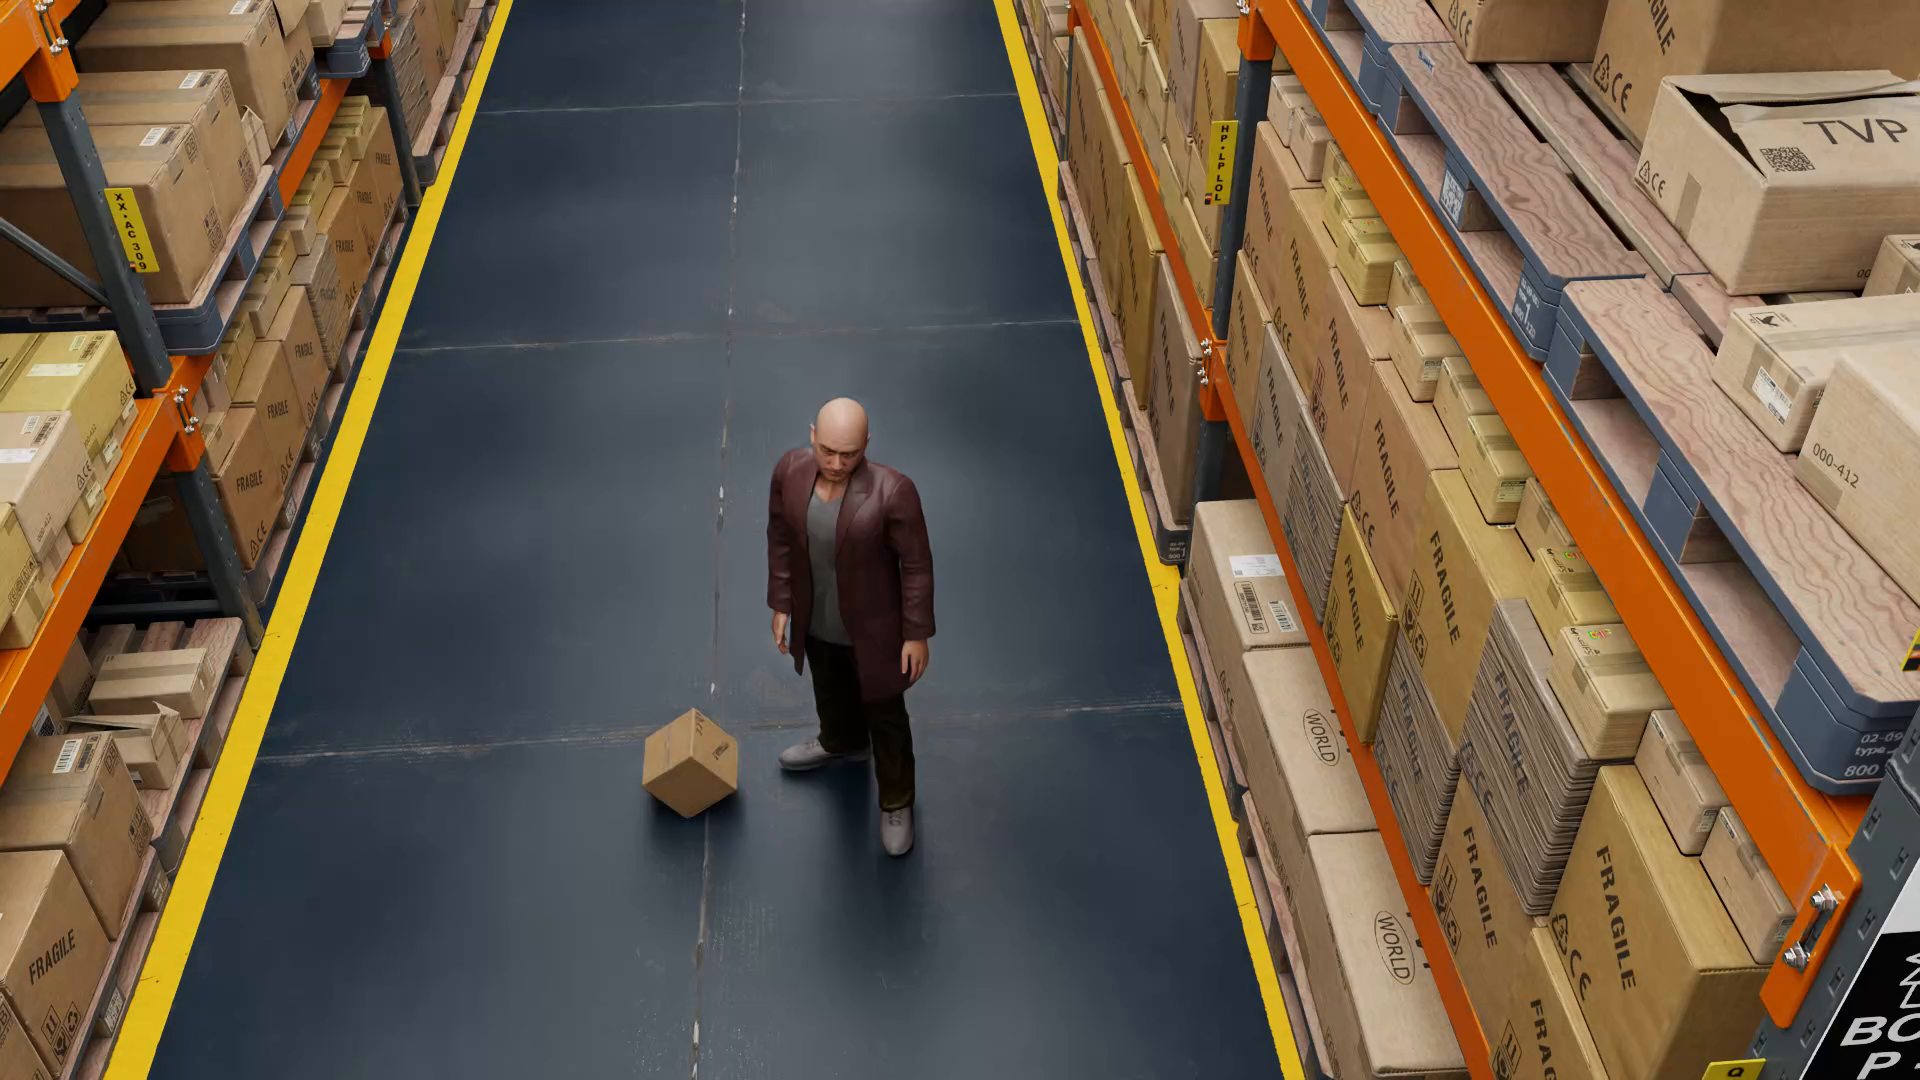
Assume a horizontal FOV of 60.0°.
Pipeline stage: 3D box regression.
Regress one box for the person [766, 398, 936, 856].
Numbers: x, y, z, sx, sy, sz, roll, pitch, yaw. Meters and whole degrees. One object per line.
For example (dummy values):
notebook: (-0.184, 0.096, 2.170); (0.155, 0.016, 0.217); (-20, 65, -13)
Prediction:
person: (-0.399, 0.269, 5.788); (0.683, 1.781, 0.480); (17, 42, 20)
